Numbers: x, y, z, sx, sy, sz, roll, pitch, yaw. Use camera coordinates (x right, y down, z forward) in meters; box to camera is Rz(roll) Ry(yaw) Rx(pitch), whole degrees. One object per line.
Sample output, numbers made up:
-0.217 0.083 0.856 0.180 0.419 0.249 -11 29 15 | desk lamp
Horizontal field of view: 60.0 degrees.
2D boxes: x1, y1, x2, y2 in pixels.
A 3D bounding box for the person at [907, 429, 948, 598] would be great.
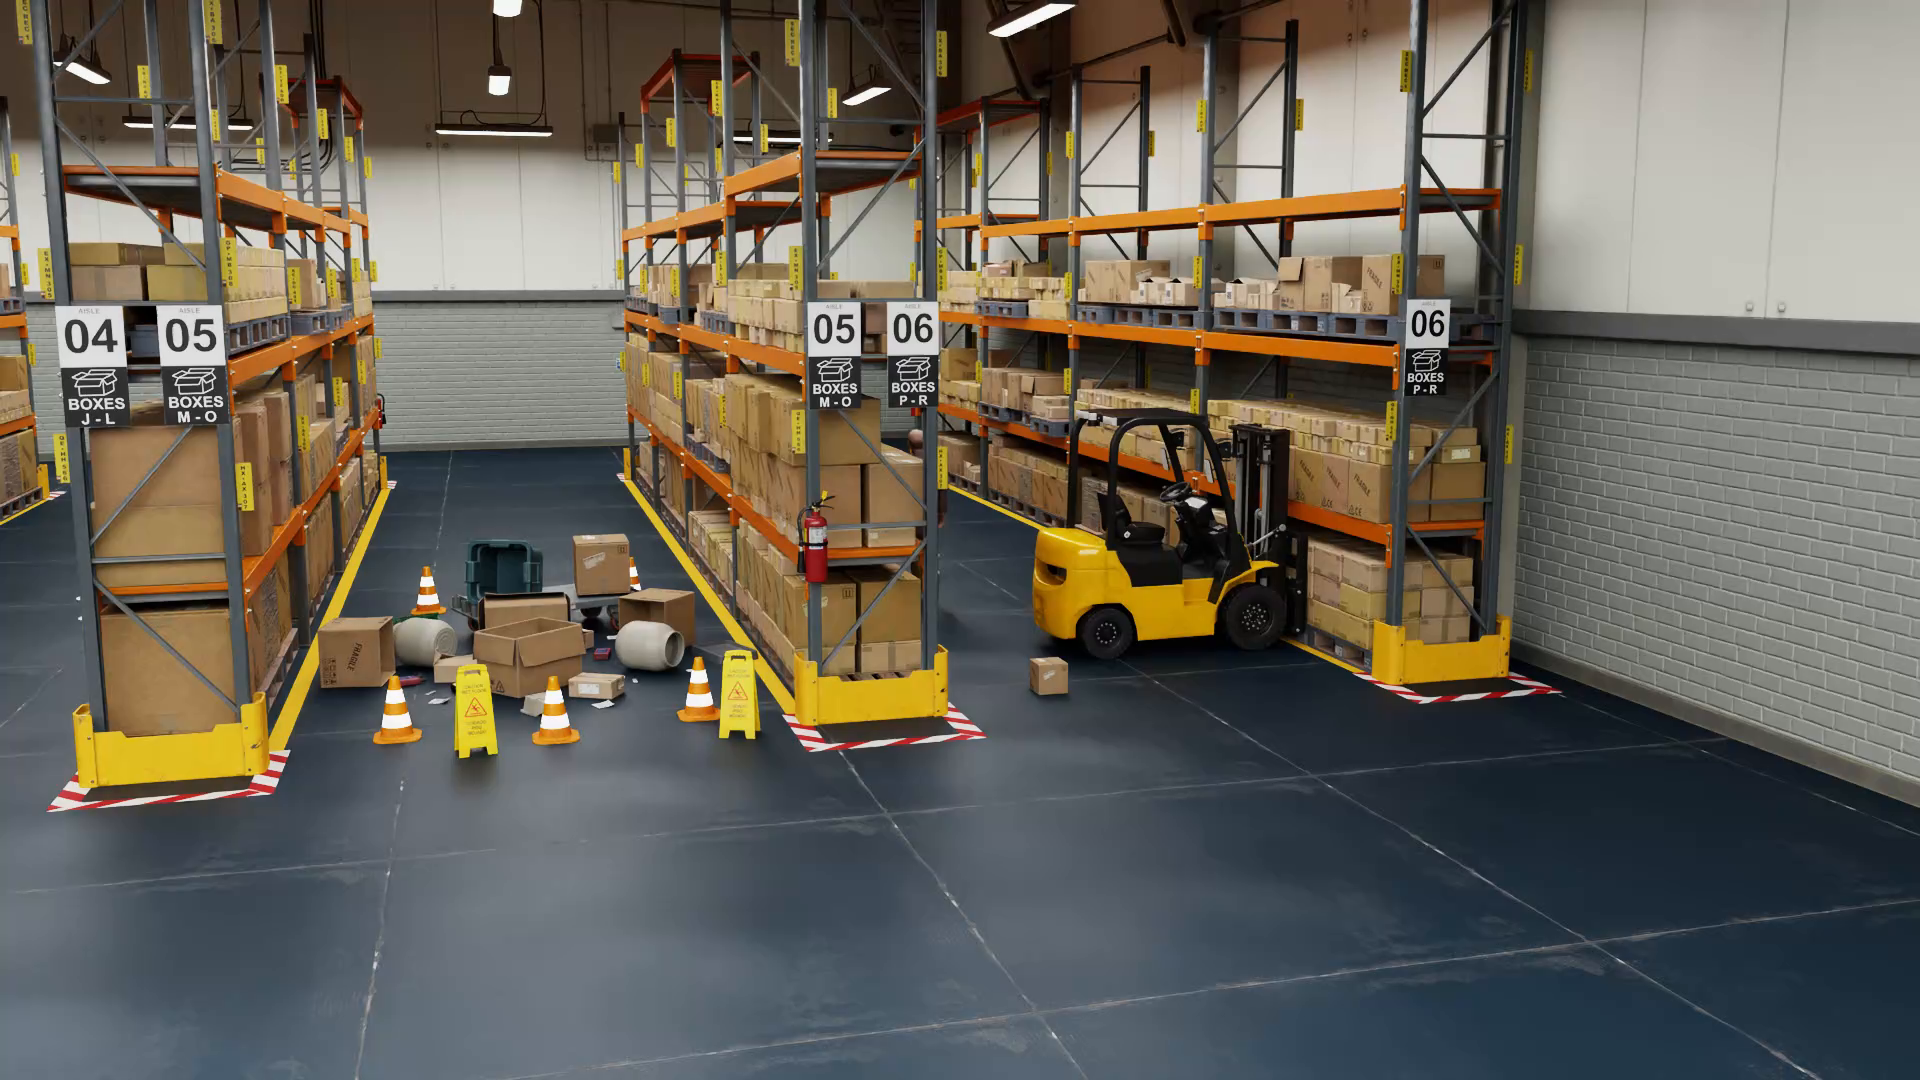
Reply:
-0.445 -0.248 17.527 0.583 1.843 0.566 -3 10 -19 | person
